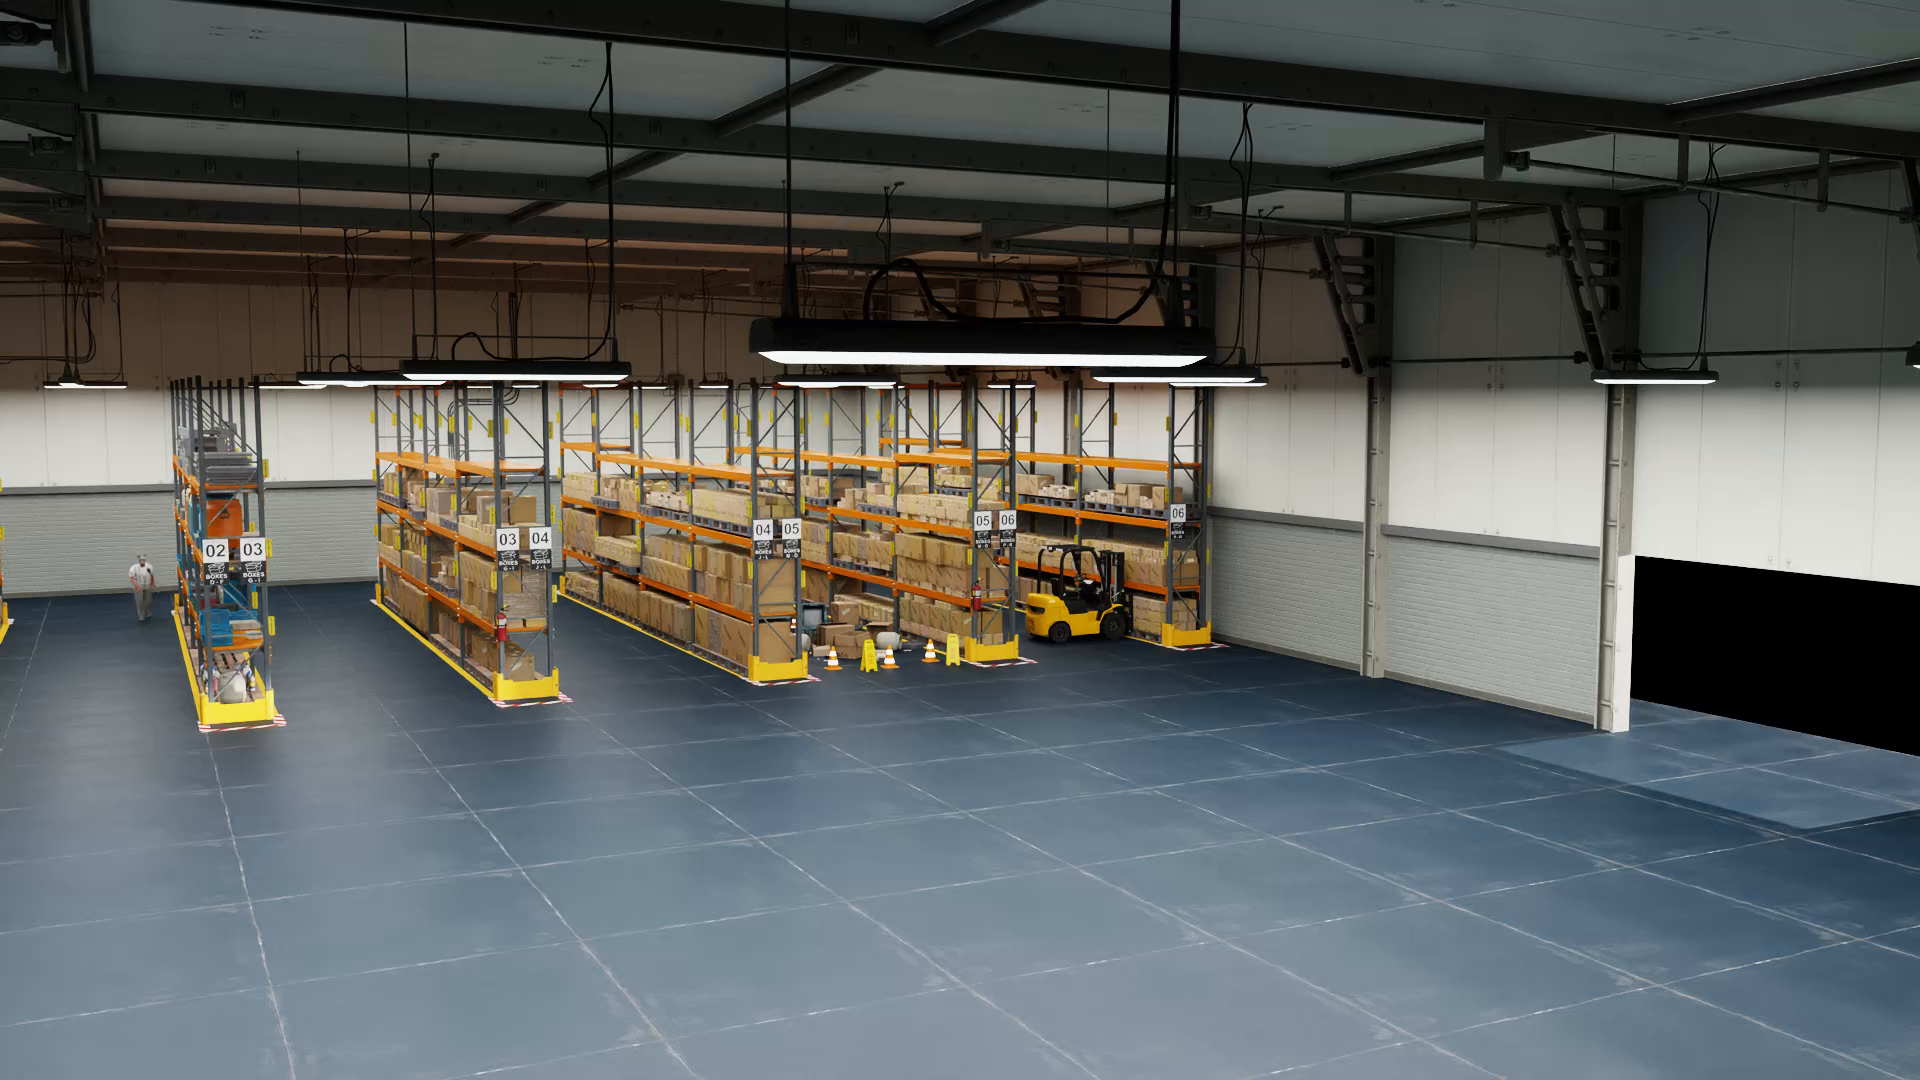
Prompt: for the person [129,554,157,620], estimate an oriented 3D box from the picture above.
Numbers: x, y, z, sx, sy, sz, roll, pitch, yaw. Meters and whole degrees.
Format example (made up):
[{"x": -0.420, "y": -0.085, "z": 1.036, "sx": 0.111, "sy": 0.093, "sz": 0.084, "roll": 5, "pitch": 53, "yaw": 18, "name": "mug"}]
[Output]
[{"x": -20.542, "y": 1.171, "z": 41.734, "sx": 0.651, "sy": 1.685, "sz": 0.759, "roll": -5, "pitch": 7, "yaw": -44, "name": "person"}]
